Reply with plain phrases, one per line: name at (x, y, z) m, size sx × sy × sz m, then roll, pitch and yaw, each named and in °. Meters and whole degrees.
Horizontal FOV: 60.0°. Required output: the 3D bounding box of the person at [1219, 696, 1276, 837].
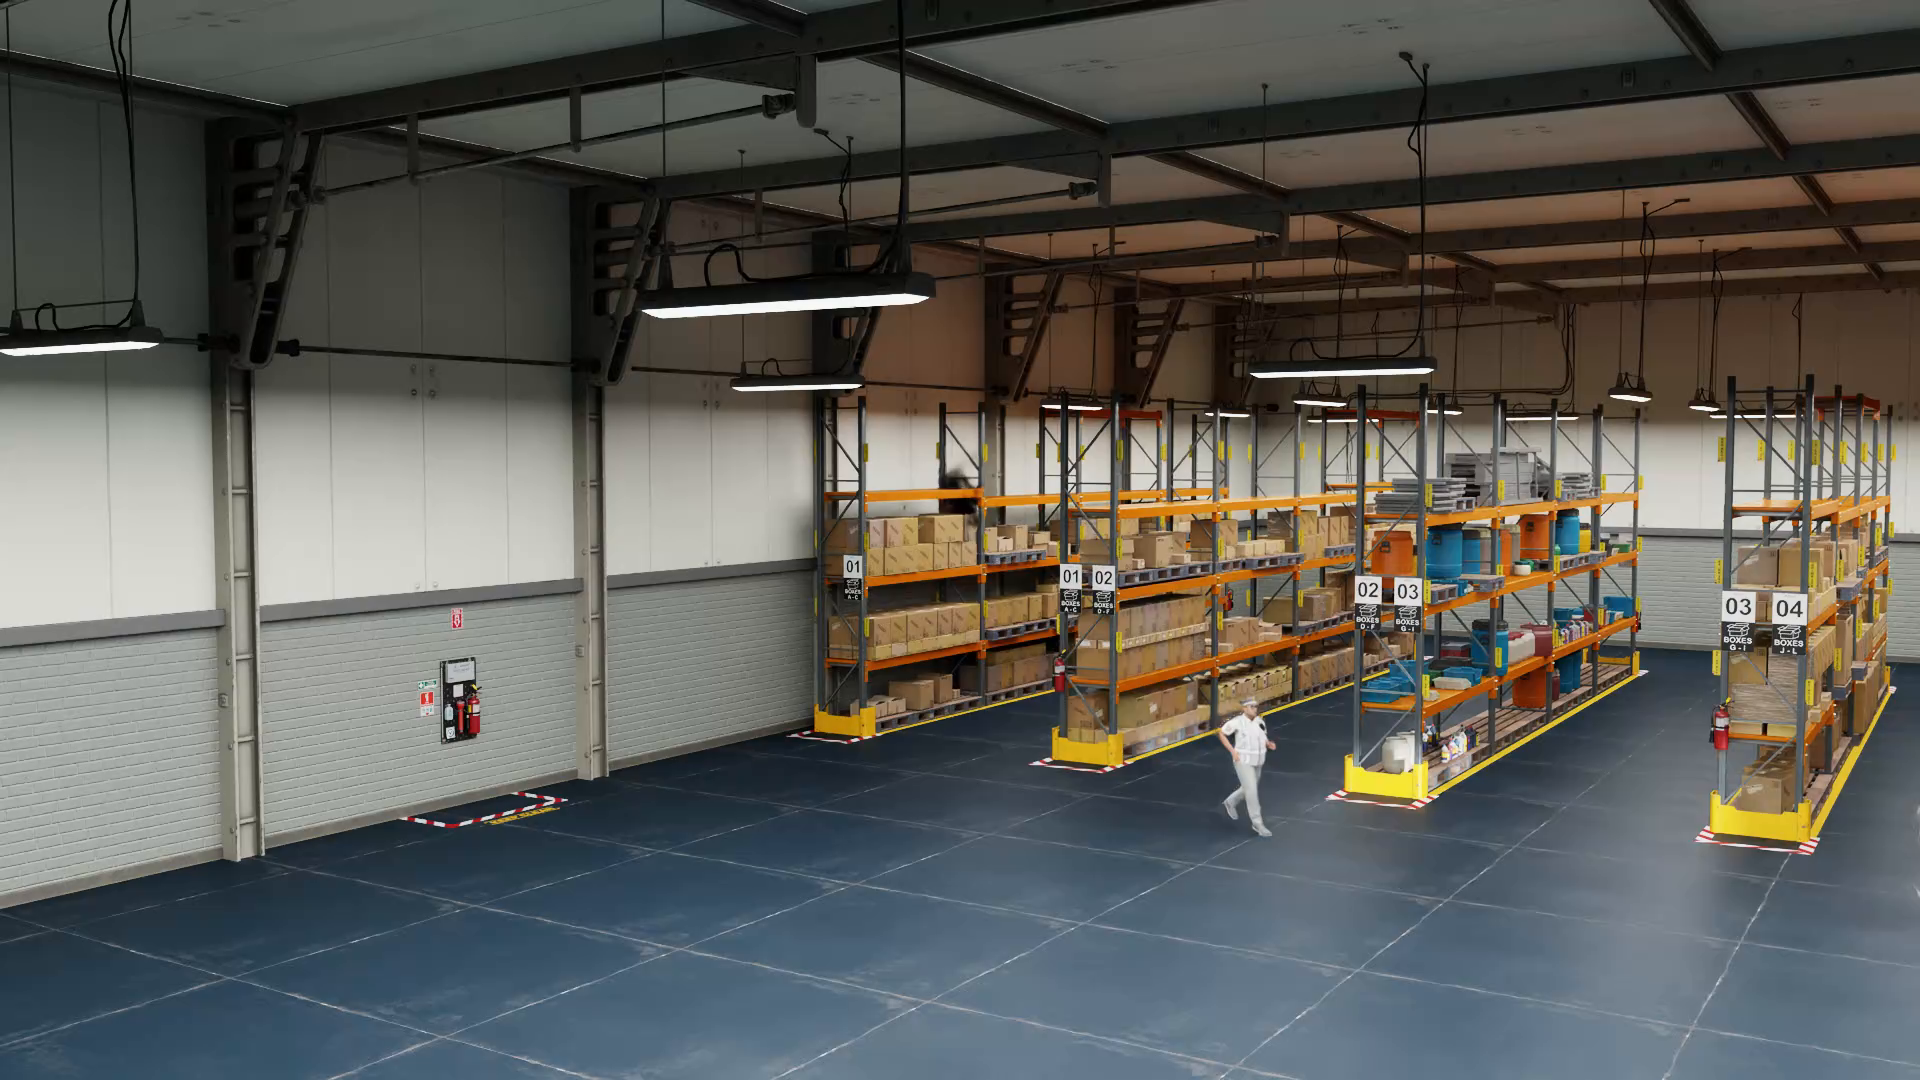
person at (3.818, 2.954, 22.048) m, size 0.662 × 1.799 × 0.976 m, roll -2°, pitch 4°, yaw -35°

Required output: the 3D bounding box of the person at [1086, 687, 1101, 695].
person at (2.496, 2.578, 30.230) m, size 0.611 × 1.670 × 0.720 m, roll 1°, pitch 3°, yaw 25°
